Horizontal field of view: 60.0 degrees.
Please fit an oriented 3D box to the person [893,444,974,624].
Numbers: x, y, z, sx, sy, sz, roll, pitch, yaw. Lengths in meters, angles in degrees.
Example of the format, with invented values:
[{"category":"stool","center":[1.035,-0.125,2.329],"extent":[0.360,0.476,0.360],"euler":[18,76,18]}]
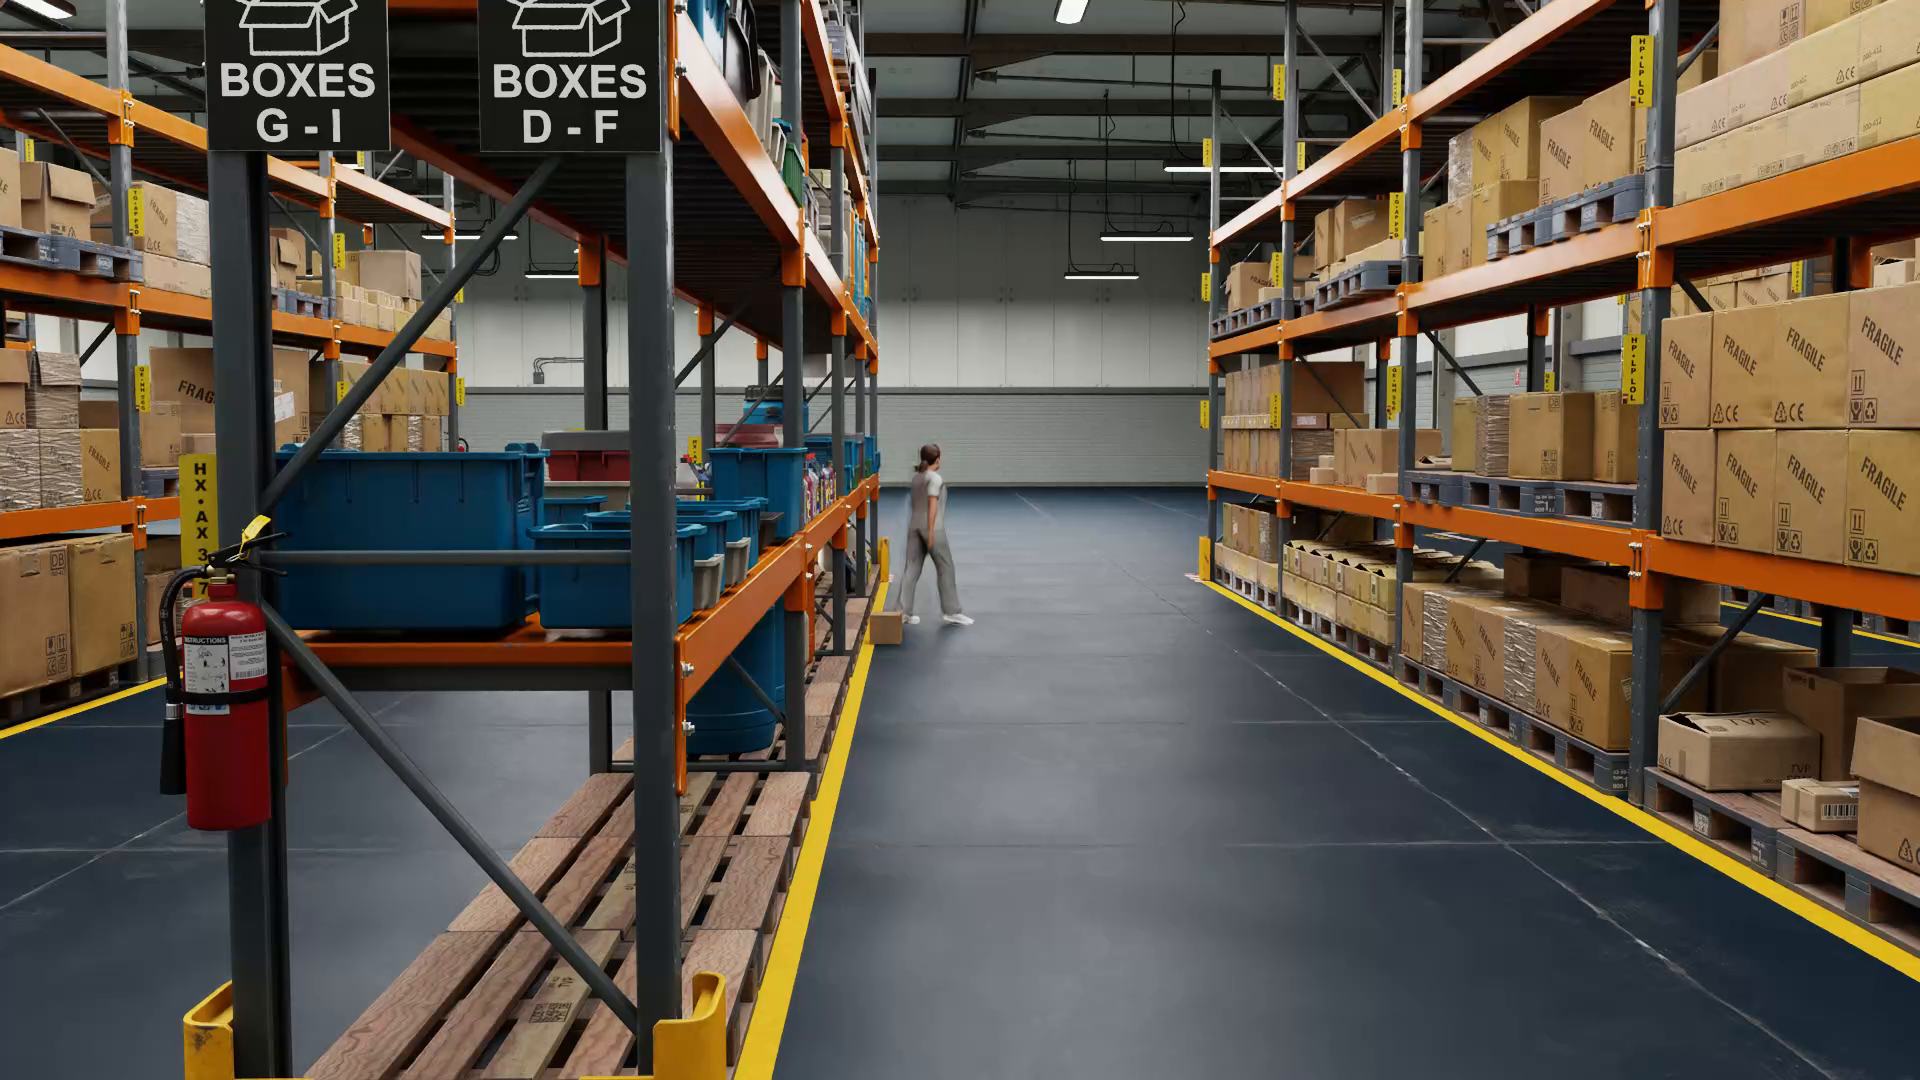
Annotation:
[{"category":"person","center":[-0.315,-0.043,15.149],"extent":[0.465,1.662,0.844],"euler":[4,5,43]}]
